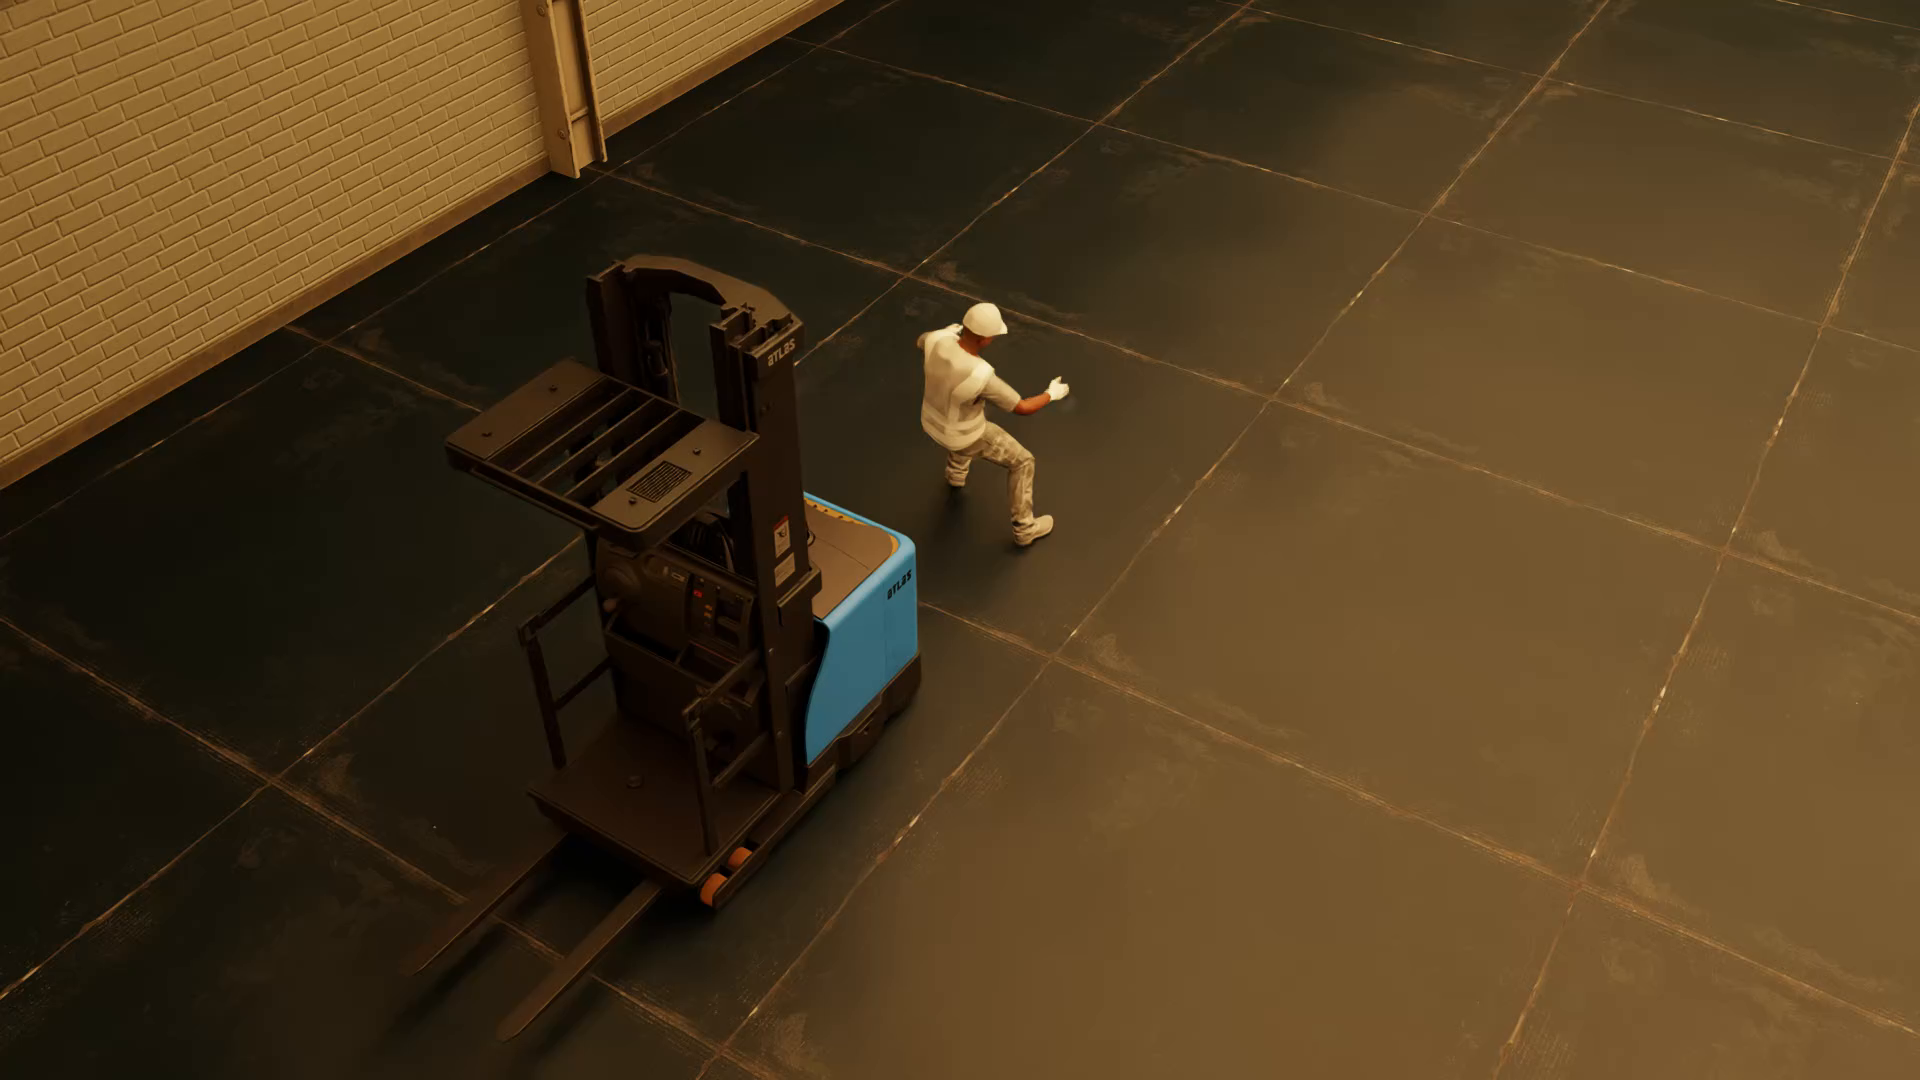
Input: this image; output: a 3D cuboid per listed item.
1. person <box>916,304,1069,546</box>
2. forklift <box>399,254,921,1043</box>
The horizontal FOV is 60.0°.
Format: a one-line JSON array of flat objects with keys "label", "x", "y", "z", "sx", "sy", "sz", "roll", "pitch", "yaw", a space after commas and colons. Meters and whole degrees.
[{"label": "person", "x": 0.144, "y": -0.823, "z": 9.994, "sx": 0.766, "sy": 1.574, "sz": 1.004, "roll": -28, "pitch": 48, "yaw": -29}, {"label": "forklift", "x": -1.446, "y": 0.321, "z": 7.588, "sx": 1.130, "sy": 2.935, "sz": 3.031, "roll": 23, "pitch": 45, "yaw": 25}]
